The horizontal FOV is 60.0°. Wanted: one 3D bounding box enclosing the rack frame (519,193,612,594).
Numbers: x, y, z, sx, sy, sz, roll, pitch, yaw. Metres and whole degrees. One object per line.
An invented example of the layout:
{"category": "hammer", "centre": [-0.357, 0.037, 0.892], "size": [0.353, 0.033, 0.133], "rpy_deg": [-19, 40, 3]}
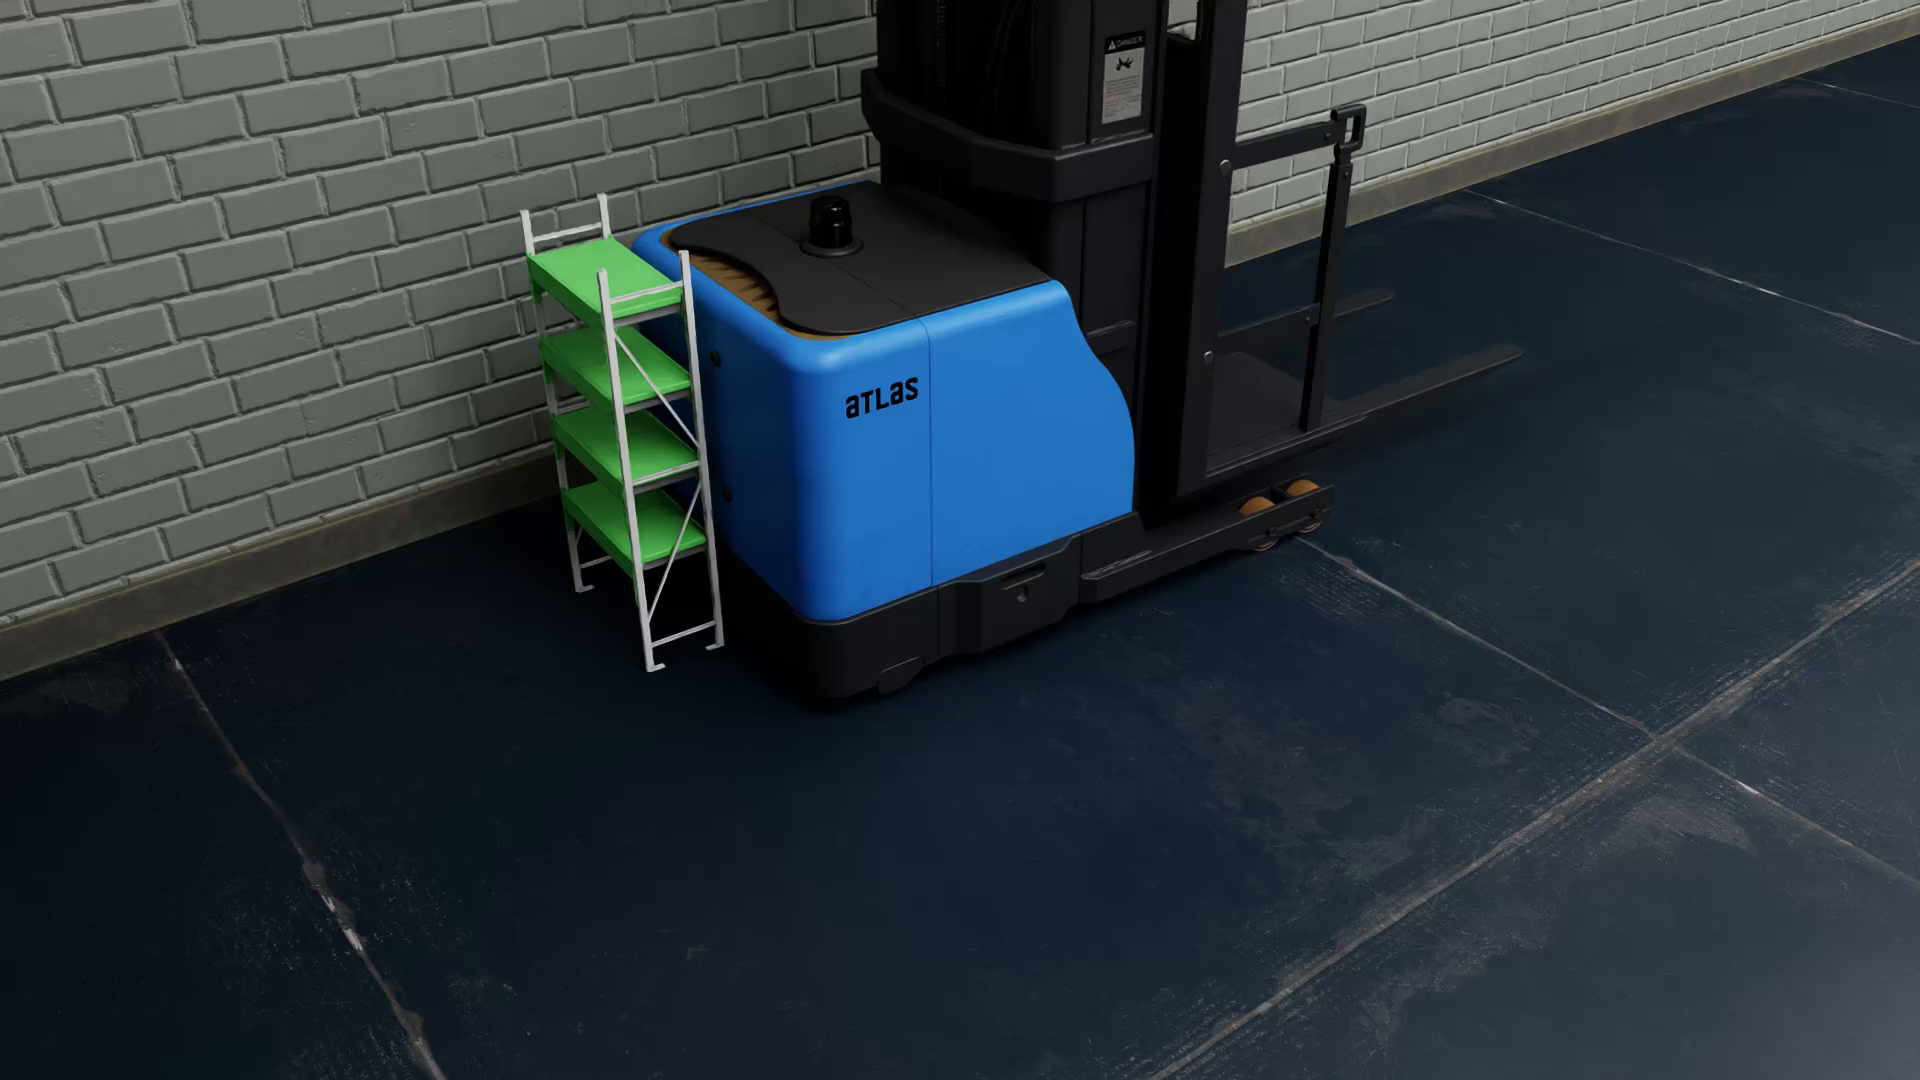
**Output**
{"category": "rack frame", "centre": [-1.055, -0.387, 4.736], "size": [0.240, 1.200, 0.015], "rpy_deg": [-20, 37, -29]}

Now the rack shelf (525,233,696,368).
{"category": "rack shelf", "centre": [-0.916, -0.635, 4.346], "size": [0.258, 0.148, 0.480], "rpy_deg": [-20, 37, -29]}

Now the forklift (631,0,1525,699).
{"category": "forklift", "centre": [0.577, -1.420, 4.758], "size": [3.031, 2.935, 1.130], "rpy_deg": [-20, 37, -29]}

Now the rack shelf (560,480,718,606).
{"category": "rack shelf", "centre": [-0.916, -0.023, 4.726], "size": [0.258, 0.148, 0.480], "rpy_deg": [-20, 37, -29]}

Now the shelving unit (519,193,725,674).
{"category": "shelving unit", "centre": [-0.916, -0.281, 4.566], "size": [0.258, 1.200, 0.503], "rpy_deg": [-20, 37, -29]}

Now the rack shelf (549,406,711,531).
{"category": "rack shelf", "centre": [-0.916, -0.227, 4.599], "size": [0.258, 0.148, 0.480], "rpy_deg": [-20, 37, -29]}

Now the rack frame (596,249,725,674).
{"category": "rack frame", "centre": [-0.777, -0.175, 4.395], "size": [0.240, 1.200, 0.015], "rpy_deg": [-20, 37, -29]}

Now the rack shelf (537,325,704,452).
{"category": "rack shelf", "centre": [-0.916, -0.431, 4.473], "size": [0.258, 0.148, 0.480], "rpy_deg": [-20, 37, -29]}
